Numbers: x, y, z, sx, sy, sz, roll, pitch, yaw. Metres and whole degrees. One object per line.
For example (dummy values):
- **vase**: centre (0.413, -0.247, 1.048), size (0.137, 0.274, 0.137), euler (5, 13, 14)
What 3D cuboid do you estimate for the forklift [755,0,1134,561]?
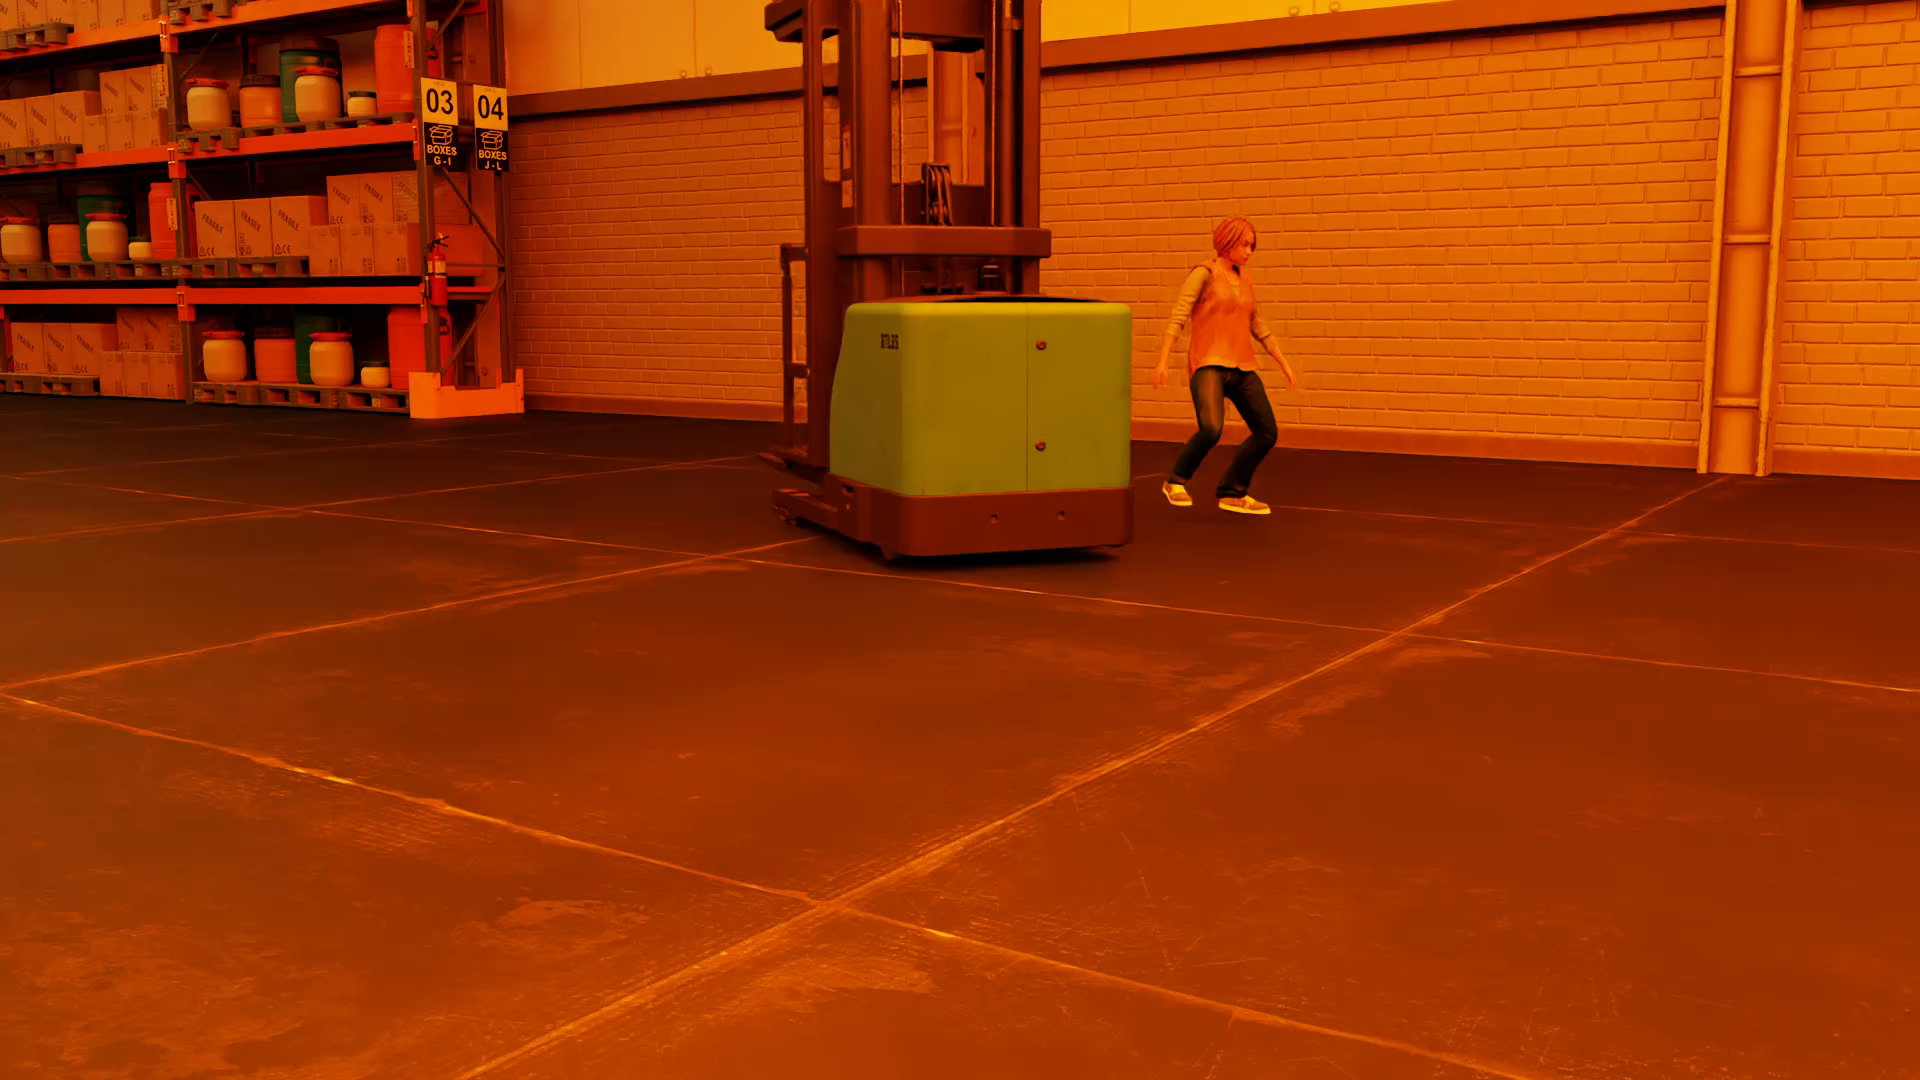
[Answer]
- **forklift**: centre (-0.286, -1.535, 7.988), size (1.130, 2.935, 3.031), euler (-3, 9, -22)

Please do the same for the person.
- **person**: centre (1.318, -0.841, 8.296), size (0.775, 1.491, 0.486), euler (-4, 9, -28)
